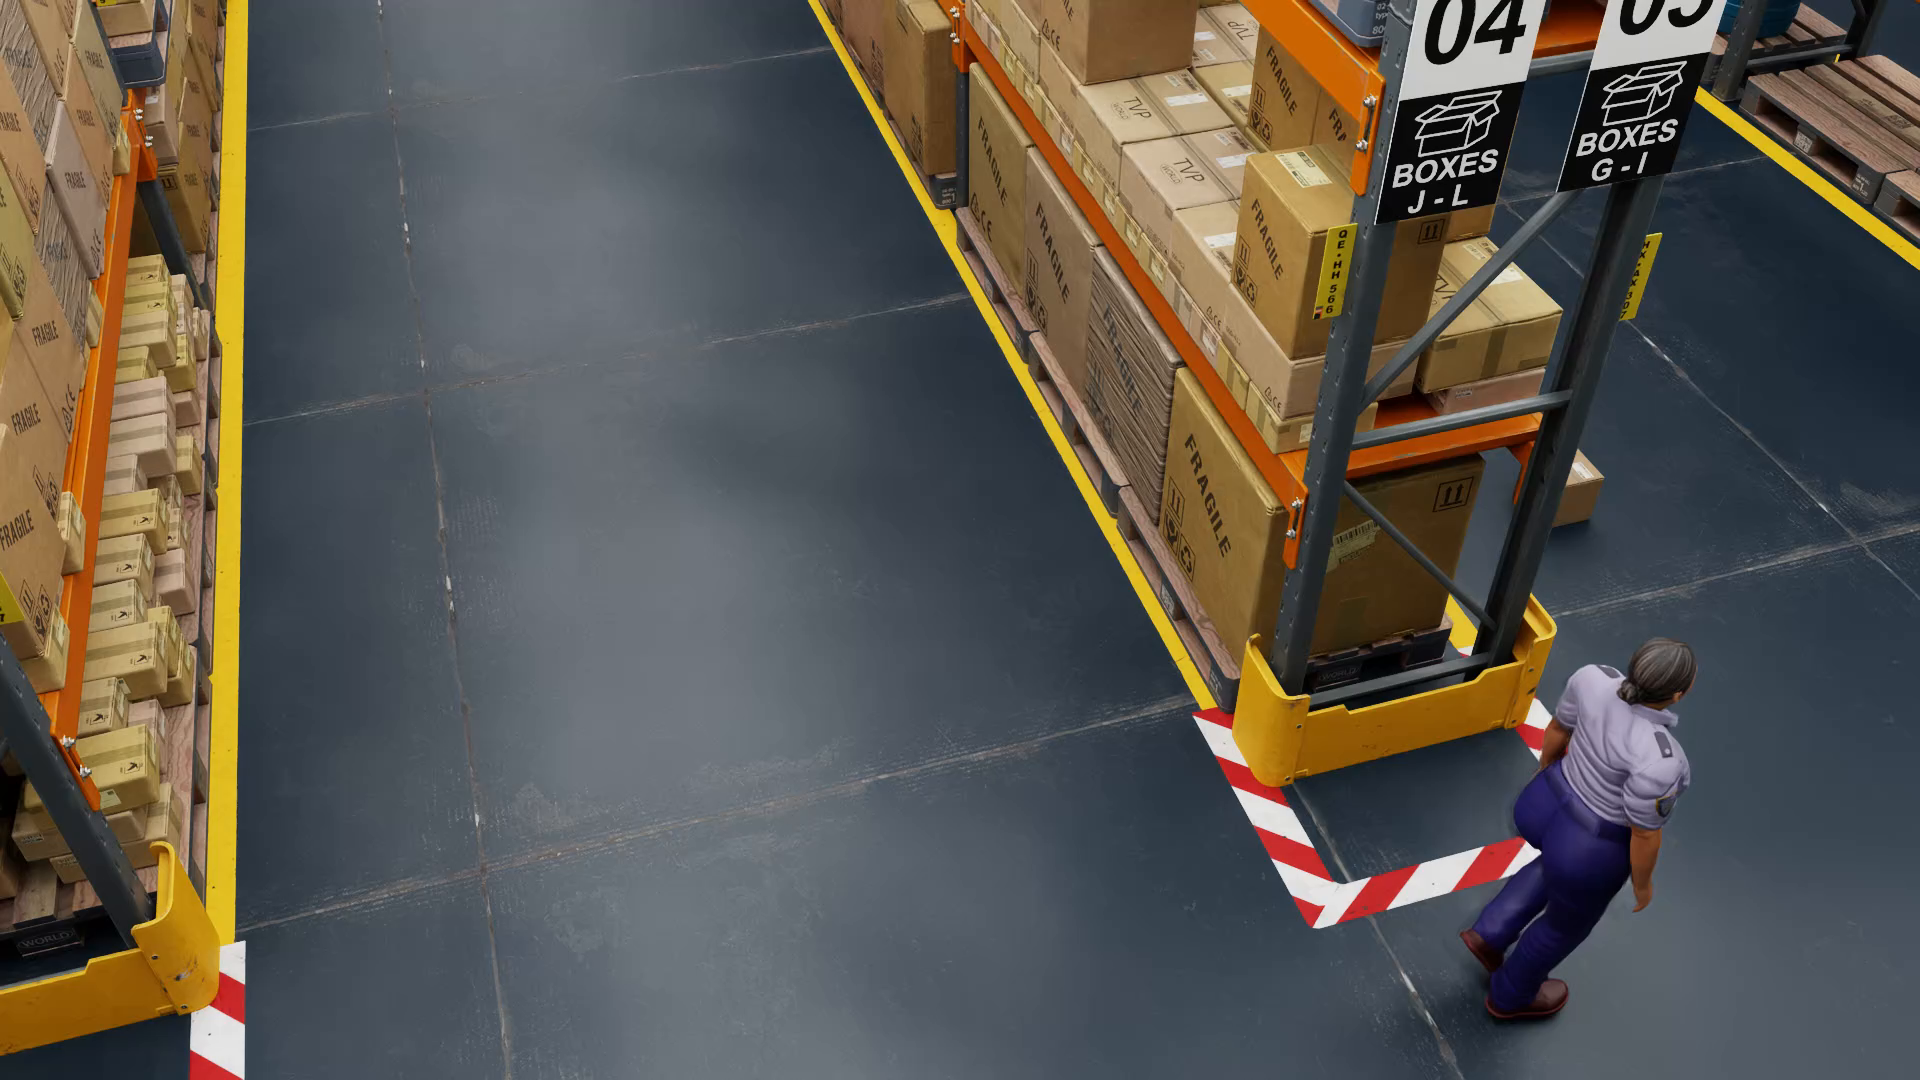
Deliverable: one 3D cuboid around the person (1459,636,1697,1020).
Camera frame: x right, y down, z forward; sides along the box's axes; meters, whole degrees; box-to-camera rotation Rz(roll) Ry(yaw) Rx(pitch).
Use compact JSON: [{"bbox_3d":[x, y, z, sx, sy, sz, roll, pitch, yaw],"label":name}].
[{"bbox_3d":[1.925,0.903,5.173,0.469,1.620,0.540,-13,44,-14],"label":"person"}]
